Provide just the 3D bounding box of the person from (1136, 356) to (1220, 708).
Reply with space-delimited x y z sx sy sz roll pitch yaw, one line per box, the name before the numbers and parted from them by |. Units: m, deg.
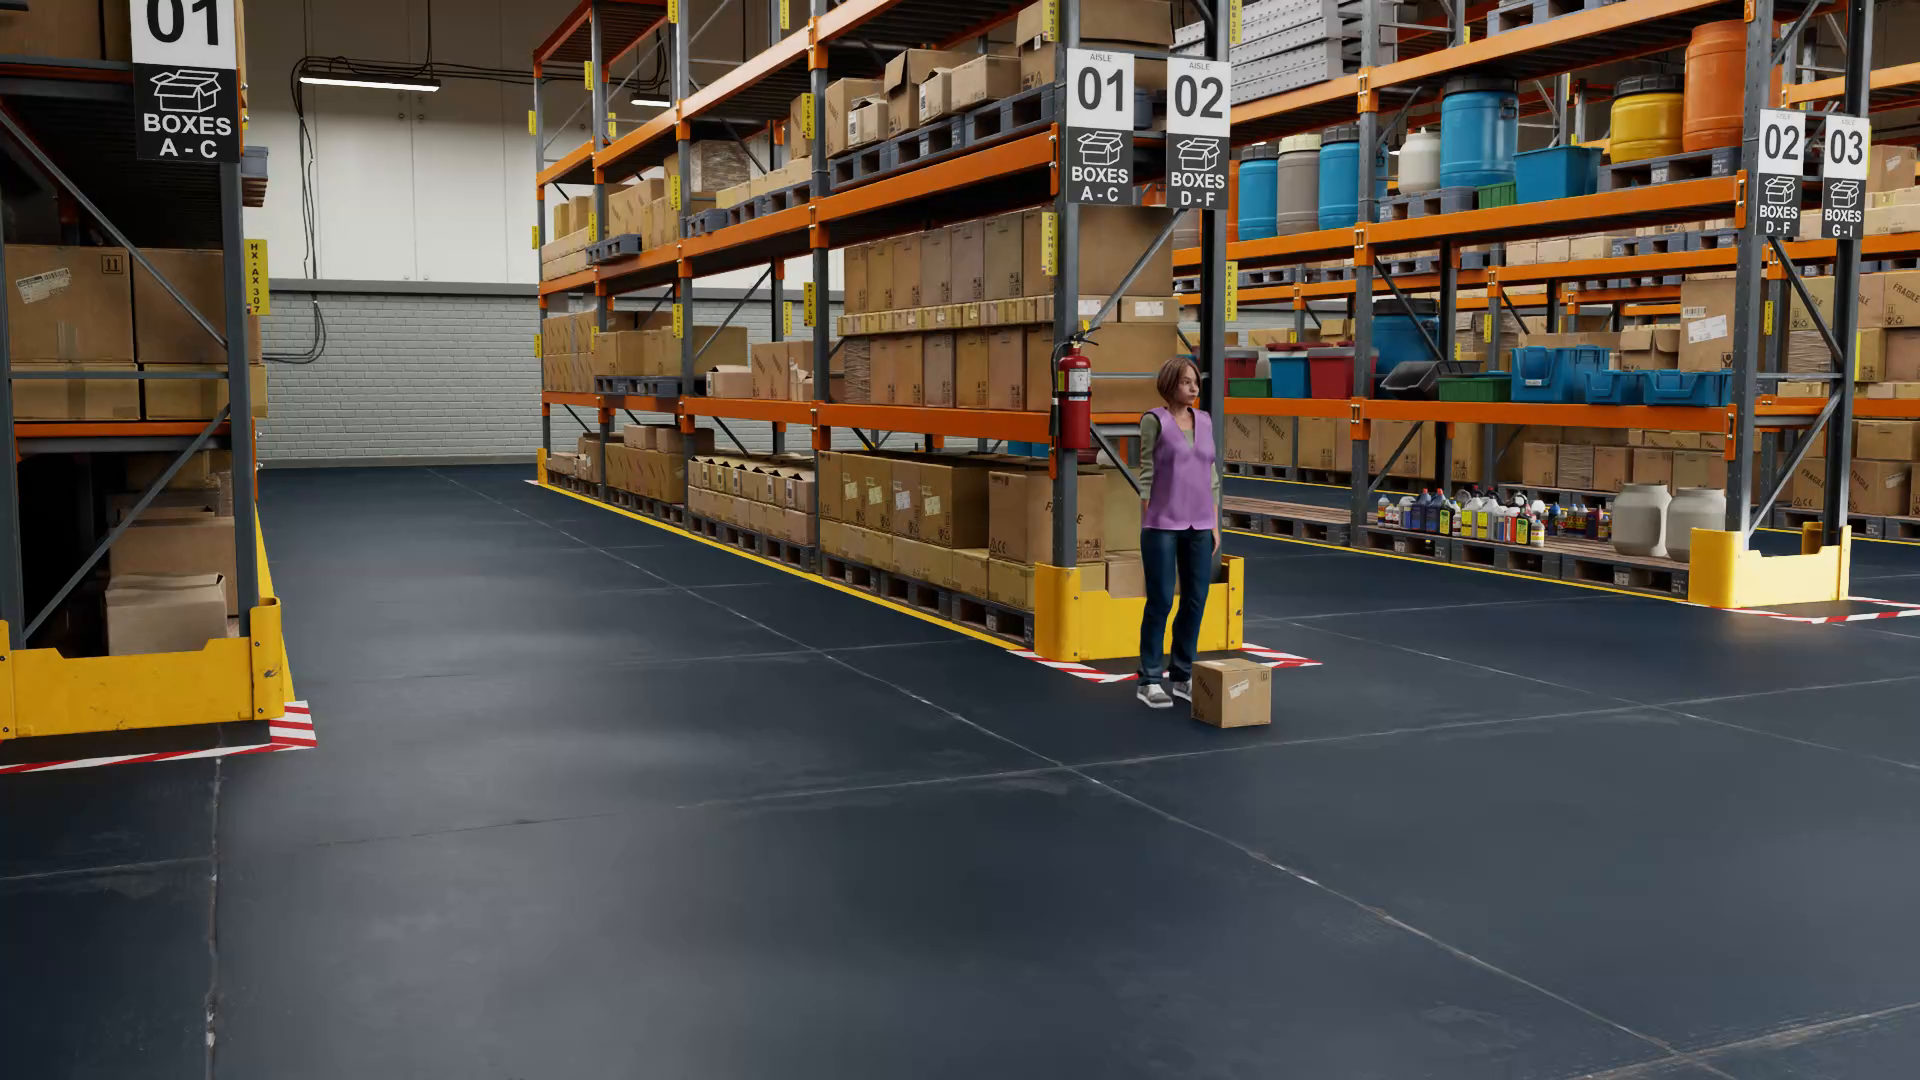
person | 1.010 -0.041 7.646 0.405 1.601 0.311 -2 6 -22
